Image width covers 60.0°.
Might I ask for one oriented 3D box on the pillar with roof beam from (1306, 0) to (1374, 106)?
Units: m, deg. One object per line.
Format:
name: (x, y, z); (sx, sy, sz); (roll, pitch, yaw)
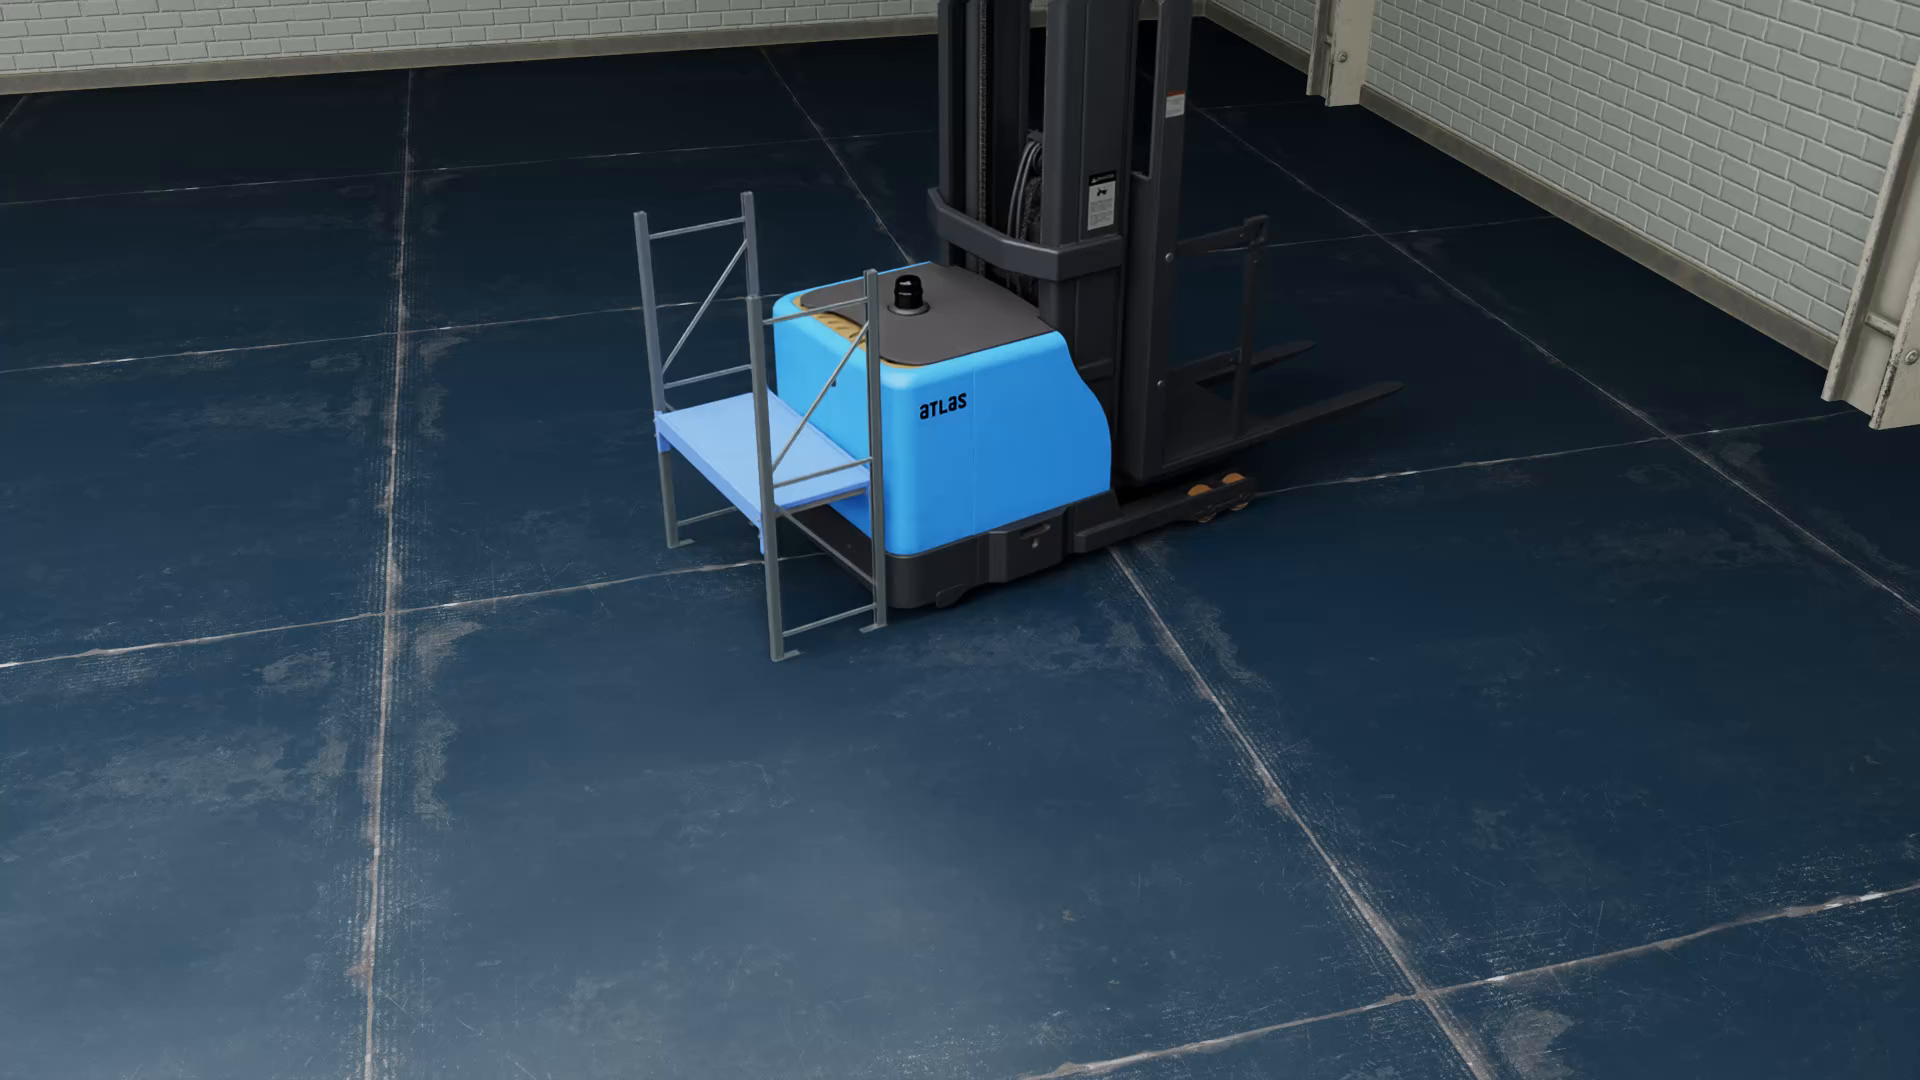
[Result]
pillar with roof beam: (-1.138, -6.878, 10.150); (9.100, 9.000, 0.400); (-8, 31, -13)

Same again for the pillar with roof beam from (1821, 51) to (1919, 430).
pillar with roof beam: (0.454, -3.980, 5.144); (9.100, 9.000, 0.400); (-8, 31, -13)

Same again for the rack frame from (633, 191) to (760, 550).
rack frame: (-1.046, -0.679, 6.925); (0.500, 1.500, 0.032); (-17, 34, -27)

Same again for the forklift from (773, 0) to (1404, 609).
forklift: (0.725, -1.549, 7.000); (3.031, 2.935, 1.130); (-18, 35, -29)

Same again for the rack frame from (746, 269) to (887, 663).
rack frame: (-0.512, -0.245, 6.177); (0.500, 1.500, 0.032); (-17, 34, -27)

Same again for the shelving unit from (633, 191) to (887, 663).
shelving unit: (-0.779, -0.462, 6.551); (0.538, 1.500, 1.048); (-17, 34, -27)

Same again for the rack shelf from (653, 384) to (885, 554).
rack shelf: (-0.779, -0.306, 6.641); (0.538, 0.185, 1.000); (-17, 34, -27)
